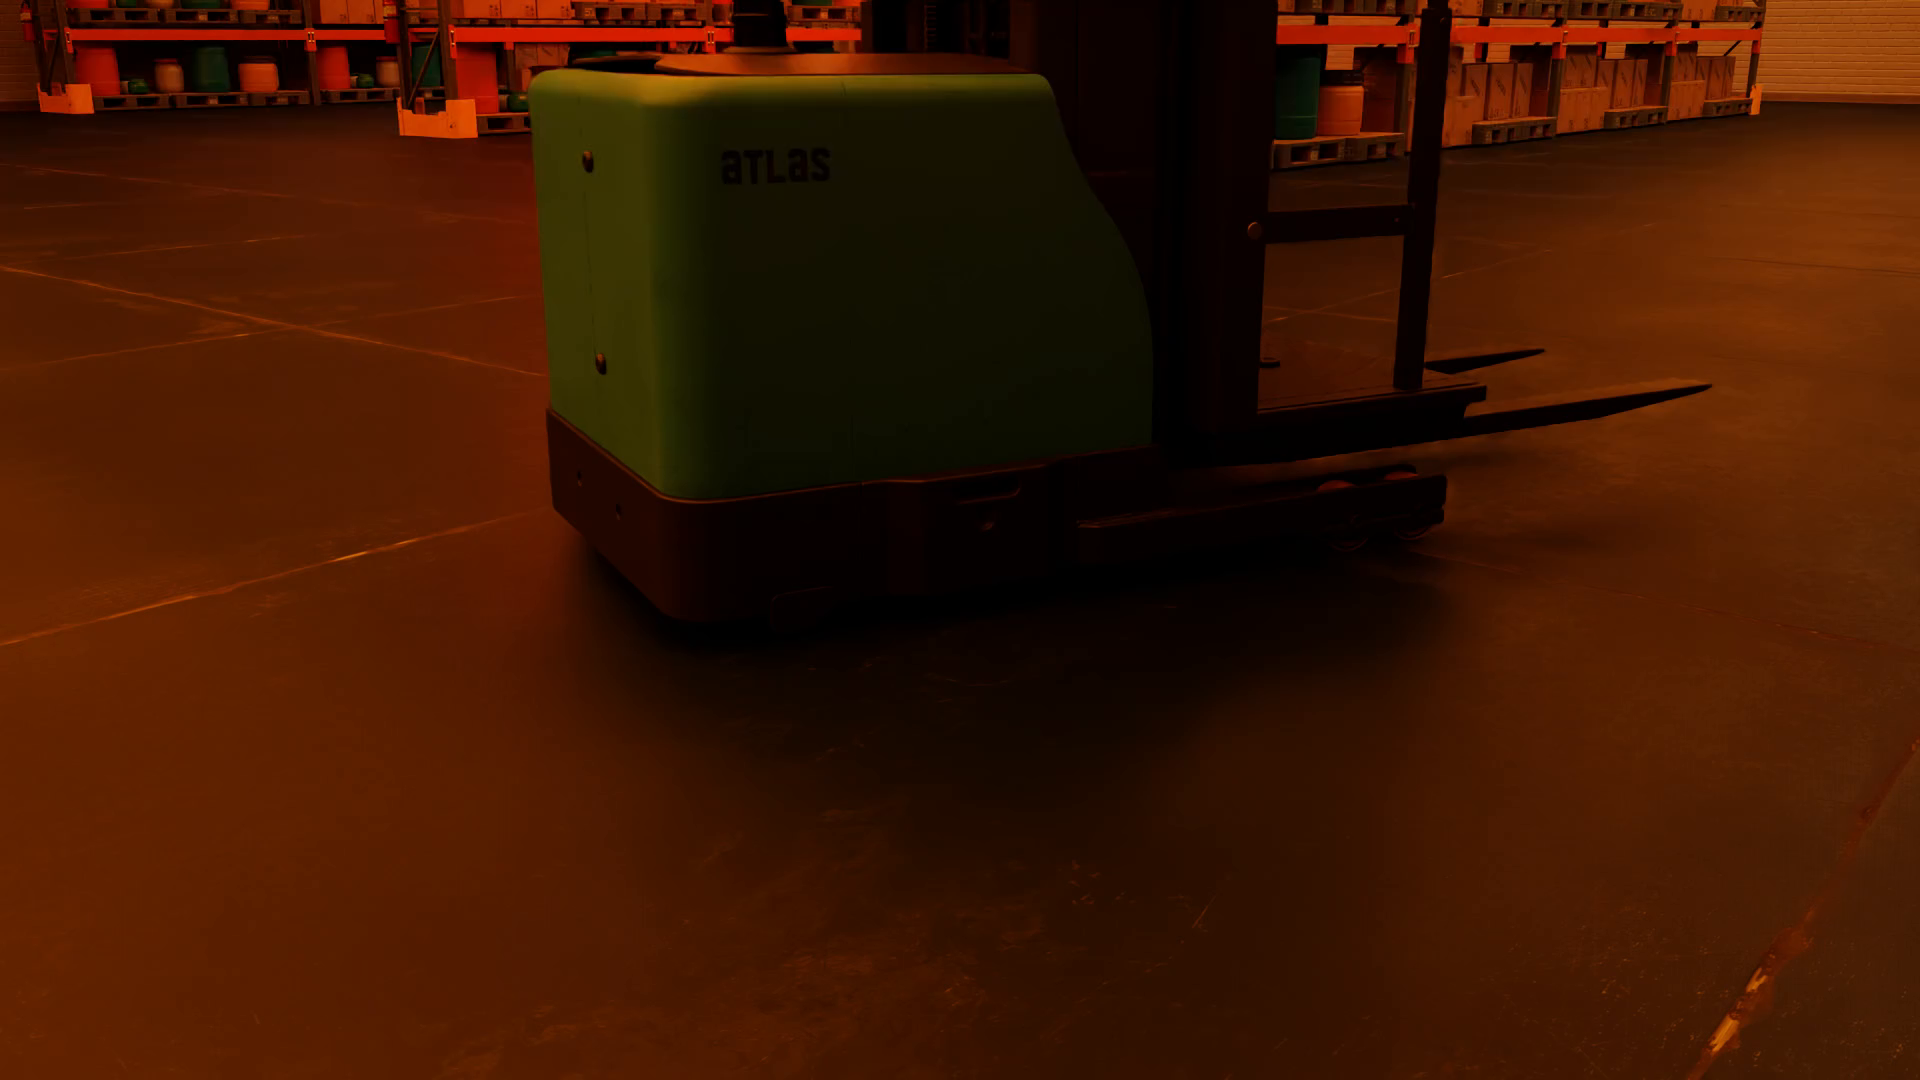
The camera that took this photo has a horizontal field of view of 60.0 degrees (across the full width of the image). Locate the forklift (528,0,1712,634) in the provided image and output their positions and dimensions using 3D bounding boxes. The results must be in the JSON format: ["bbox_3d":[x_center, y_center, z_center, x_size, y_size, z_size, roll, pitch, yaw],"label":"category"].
[{"bbox_3d":[0.576,-1.501,3.841,3.031,2.935,1.130,-9,19,-26],"label":"forklift"}]
